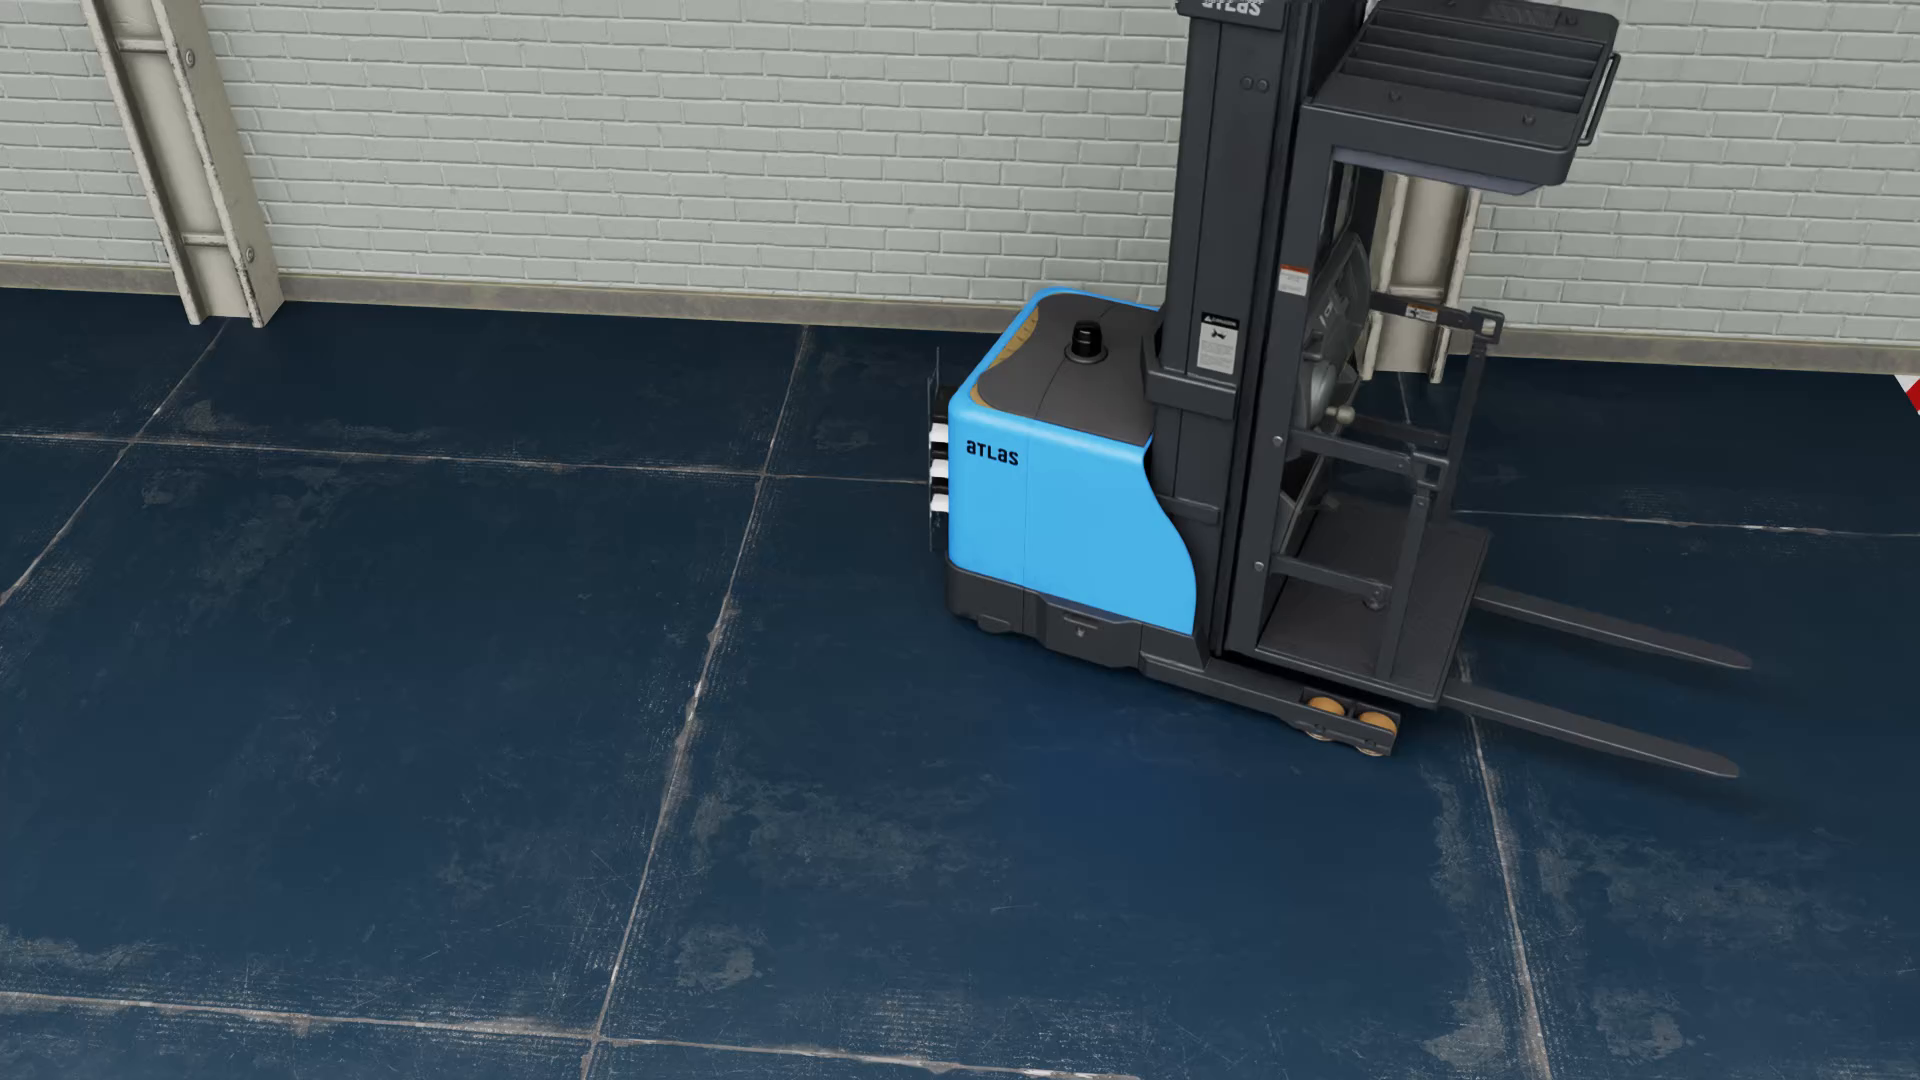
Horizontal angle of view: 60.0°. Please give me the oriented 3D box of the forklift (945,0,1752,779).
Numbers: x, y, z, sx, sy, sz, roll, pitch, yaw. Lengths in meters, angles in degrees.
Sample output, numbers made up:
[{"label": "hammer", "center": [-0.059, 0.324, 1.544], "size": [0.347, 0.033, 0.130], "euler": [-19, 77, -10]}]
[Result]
[{"label": "forklift", "center": [1.502, -0.710, 5.800], "size": [3.031, 2.935, 1.130], "euler": [16, 42, 19]}]

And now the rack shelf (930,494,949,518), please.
[{"label": "rack shelf", "center": [-0.007, -0.191, 7.110], "size": [0.200, 0.077, 0.258], "euler": [6, 39, 7]}]

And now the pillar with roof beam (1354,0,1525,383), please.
[{"label": "pillar with roof beam", "center": [1.818, -1.663, 2.164], "size": [0.400, 9.000, 9.100], "euler": [3, 39, 4]}]

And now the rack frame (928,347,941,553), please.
[{"label": "rack frame", "center": [-0.108, -0.367, 6.988], "size": [0.006, 0.900, 0.240], "euler": [6, 39, 7]}]

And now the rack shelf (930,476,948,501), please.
[{"label": "rack shelf", "center": [-0.007, -0.261, 7.053], "size": [0.200, 0.077, 0.258], "euler": [6, 39, 7]}]

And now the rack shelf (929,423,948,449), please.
[{"label": "rack shelf", "center": [-0.007, -0.471, 6.883], "size": [0.200, 0.077, 0.258], "euler": [6, 39, 7]}]

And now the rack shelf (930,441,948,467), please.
[{"label": "rack shelf", "center": [-0.007, -0.401, 6.940], "size": [0.200, 0.077, 0.258], "euler": [6, 39, 7]}]

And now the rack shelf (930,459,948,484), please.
[{"label": "rack shelf", "center": [-0.007, -0.331, 6.996], "size": [0.200, 0.077, 0.258], "euler": [6, 39, 7]}]

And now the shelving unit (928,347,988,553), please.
[{"label": "shelving unit", "center": [-0.007, -0.357, 6.975], "size": [0.210, 0.900, 0.258], "euler": [6, 39, 7]}]

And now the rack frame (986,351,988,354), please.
[{"label": "rack frame", "center": [0.093, -0.347, 6.963], "size": [0.006, 0.900, 0.240], "euler": [6, 39, 7]}]

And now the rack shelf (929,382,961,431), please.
[{"label": "rack shelf", "center": [-0.007, -0.540, 6.826], "size": [0.200, 0.077, 0.258], "euler": [6, 39, 7]}]

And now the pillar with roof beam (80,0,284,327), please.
[{"label": "pillar with roof beam", "center": [-4.160, -1.989, 2.566], "size": [0.400, 9.000, 9.100], "euler": [3, 39, 4]}]
